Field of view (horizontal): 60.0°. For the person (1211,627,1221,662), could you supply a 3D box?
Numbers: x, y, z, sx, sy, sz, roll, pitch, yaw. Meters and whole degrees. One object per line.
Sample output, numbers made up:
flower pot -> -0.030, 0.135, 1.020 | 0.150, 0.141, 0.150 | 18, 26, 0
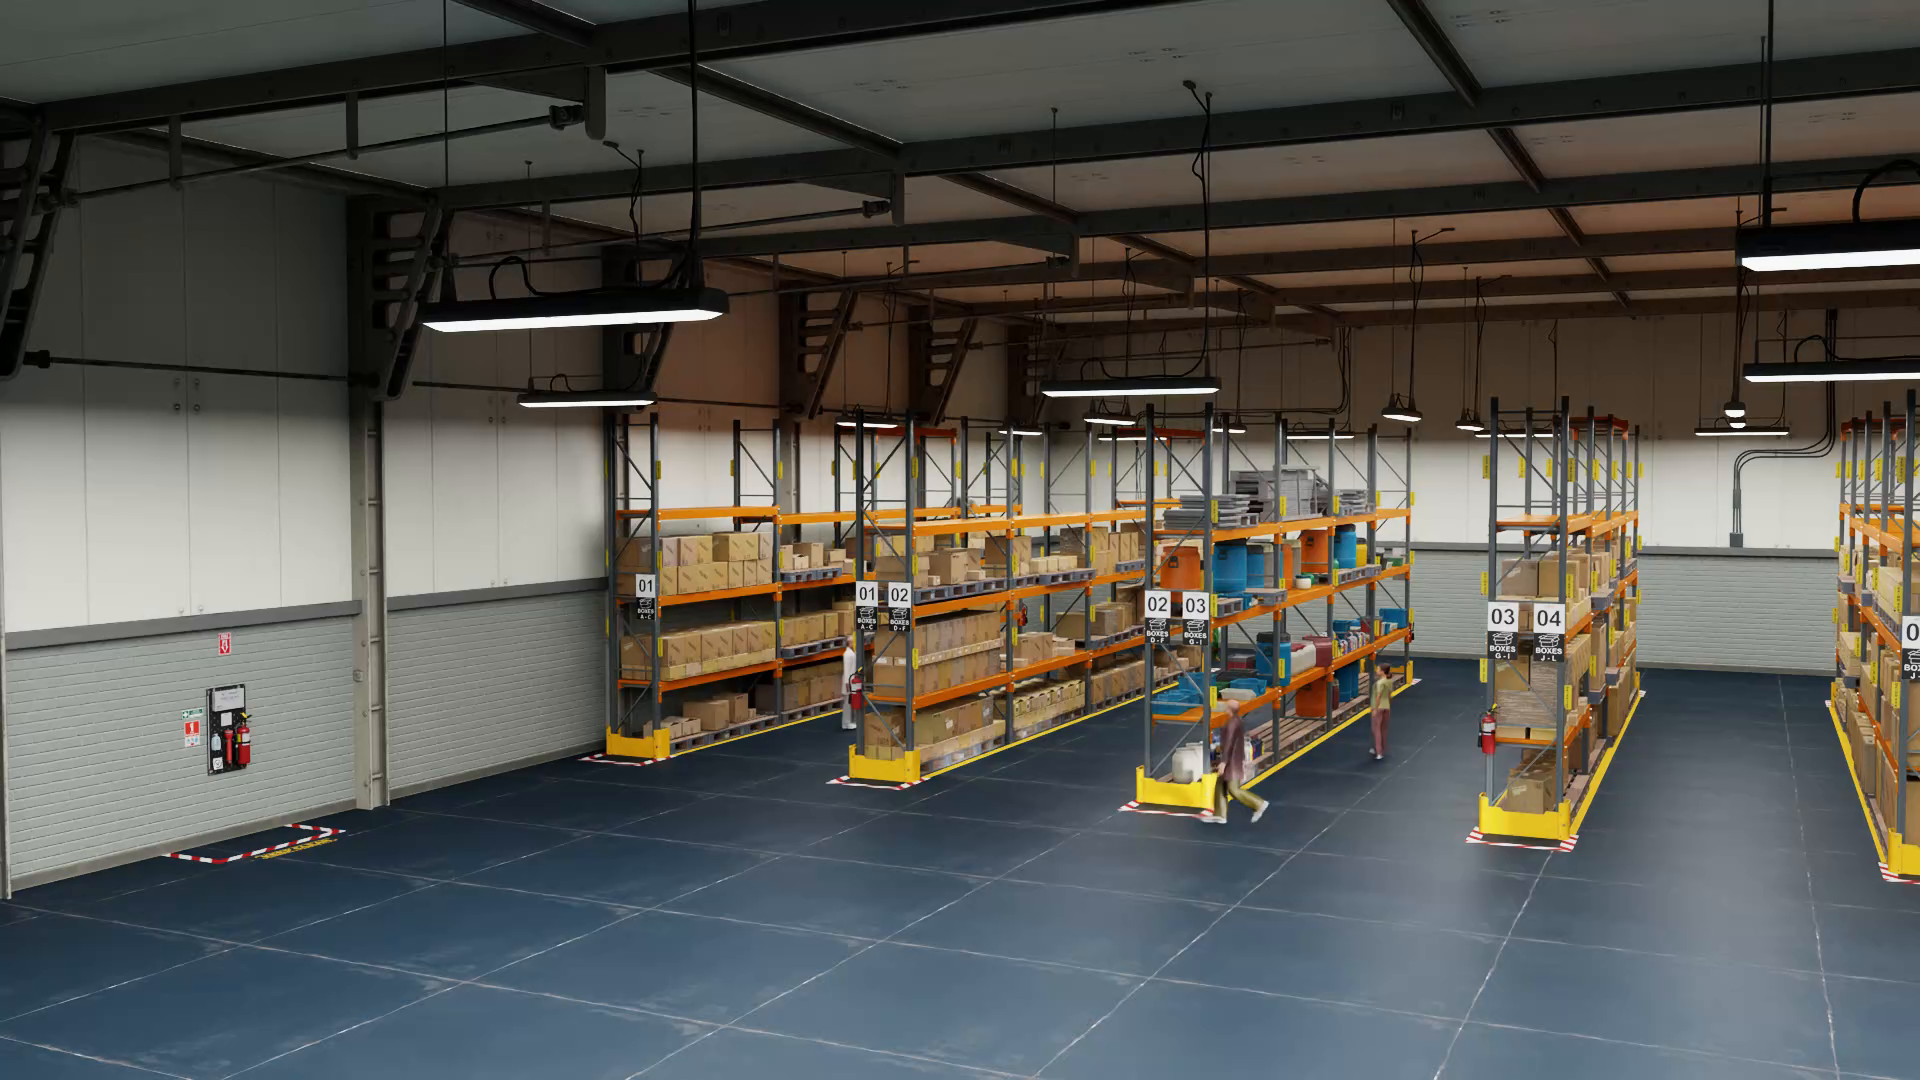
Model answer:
person -> 6.537, 2.299, 43.147 | 0.589, 1.796, 0.443 | 1, 2, 15

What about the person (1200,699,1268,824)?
person -> 3.867, 3.127, 23.414 | 0.908, 1.764, 0.519 | 0, 2, -3

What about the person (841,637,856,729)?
person -> -2.053, 2.780, 32.166 | 0.478, 1.823, 0.652 | 1, 2, 12

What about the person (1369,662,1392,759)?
person -> 7.281, 2.959, 29.026 | 0.464, 1.672, 0.579 | -1, 3, -31
